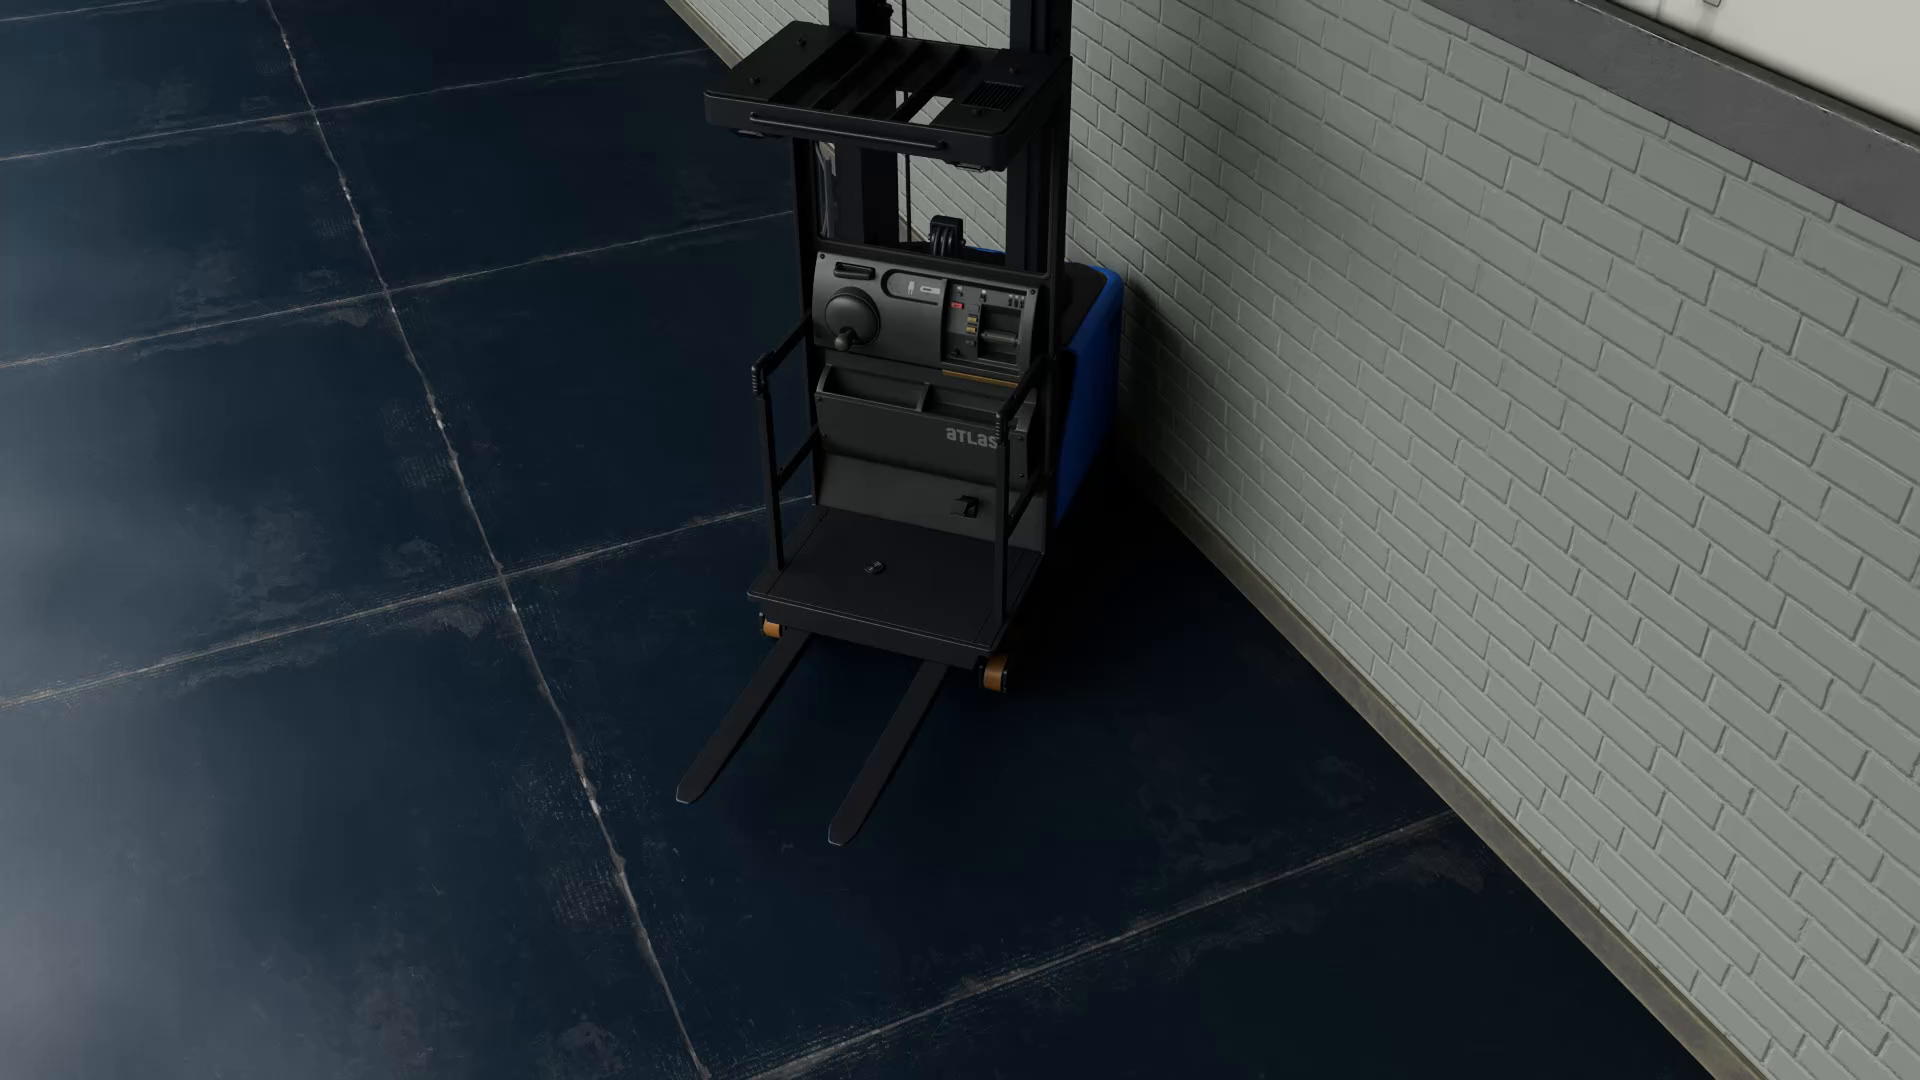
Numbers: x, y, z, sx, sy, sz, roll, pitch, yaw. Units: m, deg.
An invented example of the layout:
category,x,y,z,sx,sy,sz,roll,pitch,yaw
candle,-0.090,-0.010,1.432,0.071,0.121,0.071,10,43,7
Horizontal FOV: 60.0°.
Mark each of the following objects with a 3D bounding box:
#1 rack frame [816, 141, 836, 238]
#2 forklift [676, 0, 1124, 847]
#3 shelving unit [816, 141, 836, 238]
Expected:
category,x,y,z,sx,sy,sz,roll,pitch,yaw
rack frame,-0.646,-1.269,8.201,0.032,1.500,0.500,-7,37,-9
forklift,-0.214,-0.825,6.403,1.130,2.935,3.031,12,38,16
shelving unit,-0.148,-1.328,8.281,1.048,1.500,0.538,-7,37,-9
